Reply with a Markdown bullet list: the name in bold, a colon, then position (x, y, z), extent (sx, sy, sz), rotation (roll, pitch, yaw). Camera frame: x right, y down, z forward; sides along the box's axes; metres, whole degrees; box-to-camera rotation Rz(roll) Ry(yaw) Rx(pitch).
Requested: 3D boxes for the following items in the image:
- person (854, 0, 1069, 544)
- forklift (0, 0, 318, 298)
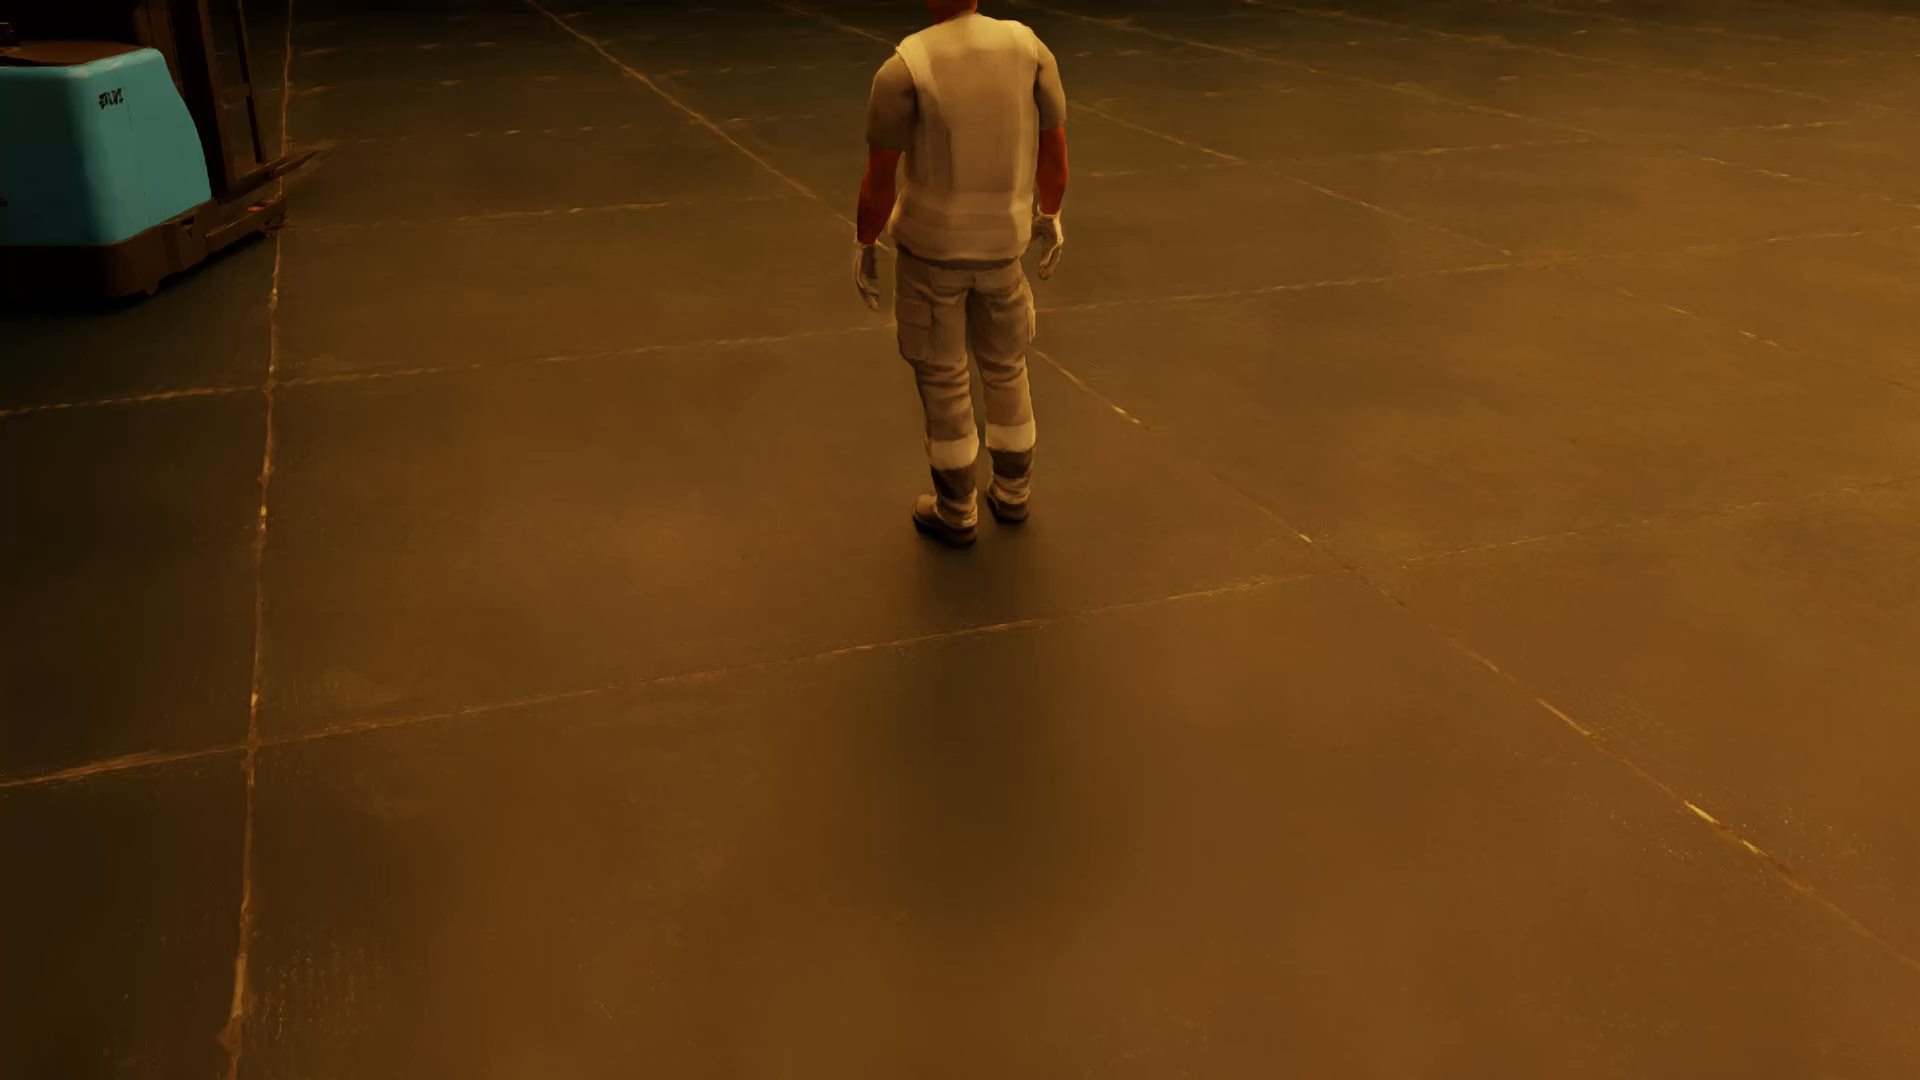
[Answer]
- **person**: position (-0.017, -0.862, 4.803), extent (0.637, 1.787, 0.563), rotation (-8, 24, -18)
- **forklift**: position (-4.276, -2.961, 8.339), extent (1.130, 2.935, 3.031), rotation (0, 23, 0)
